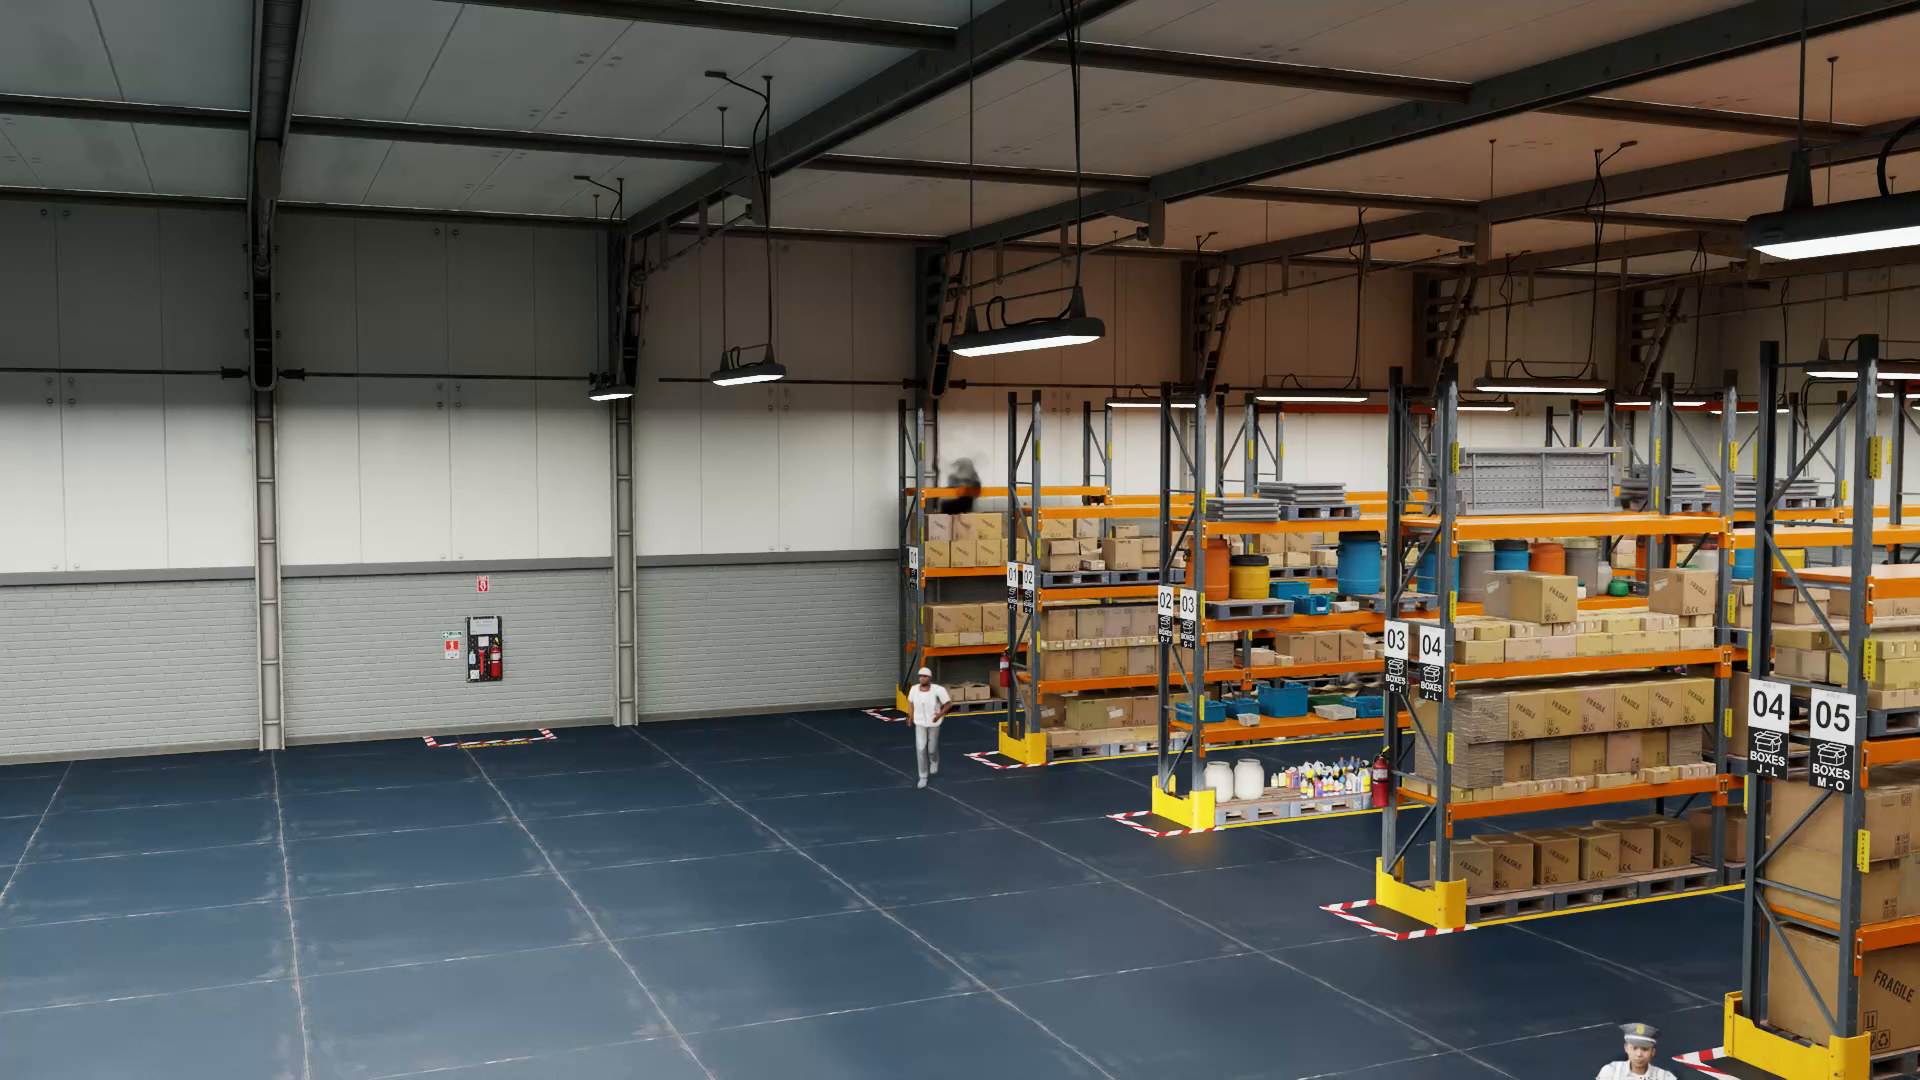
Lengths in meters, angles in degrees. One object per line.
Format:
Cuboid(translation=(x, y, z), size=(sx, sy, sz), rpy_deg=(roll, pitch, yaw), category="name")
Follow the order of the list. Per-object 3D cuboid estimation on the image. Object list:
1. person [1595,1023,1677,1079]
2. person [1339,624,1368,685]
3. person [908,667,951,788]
Cuboid(translation=(4.133, 3.730, 10.133), size=(0.617, 1.664, 0.743), rpy_deg=(2, 4, 25), category="person")
Cuboid(translation=(7.765, 2.383, 32.716), size=(0.625, 1.735, 0.683), rpy_deg=(-2, 4, -36), category="person")
Cuboid(translation=(-0.469, 2.807, 25.226), size=(0.693, 1.789, 0.834), rpy_deg=(1, 3, 12), category="person")
